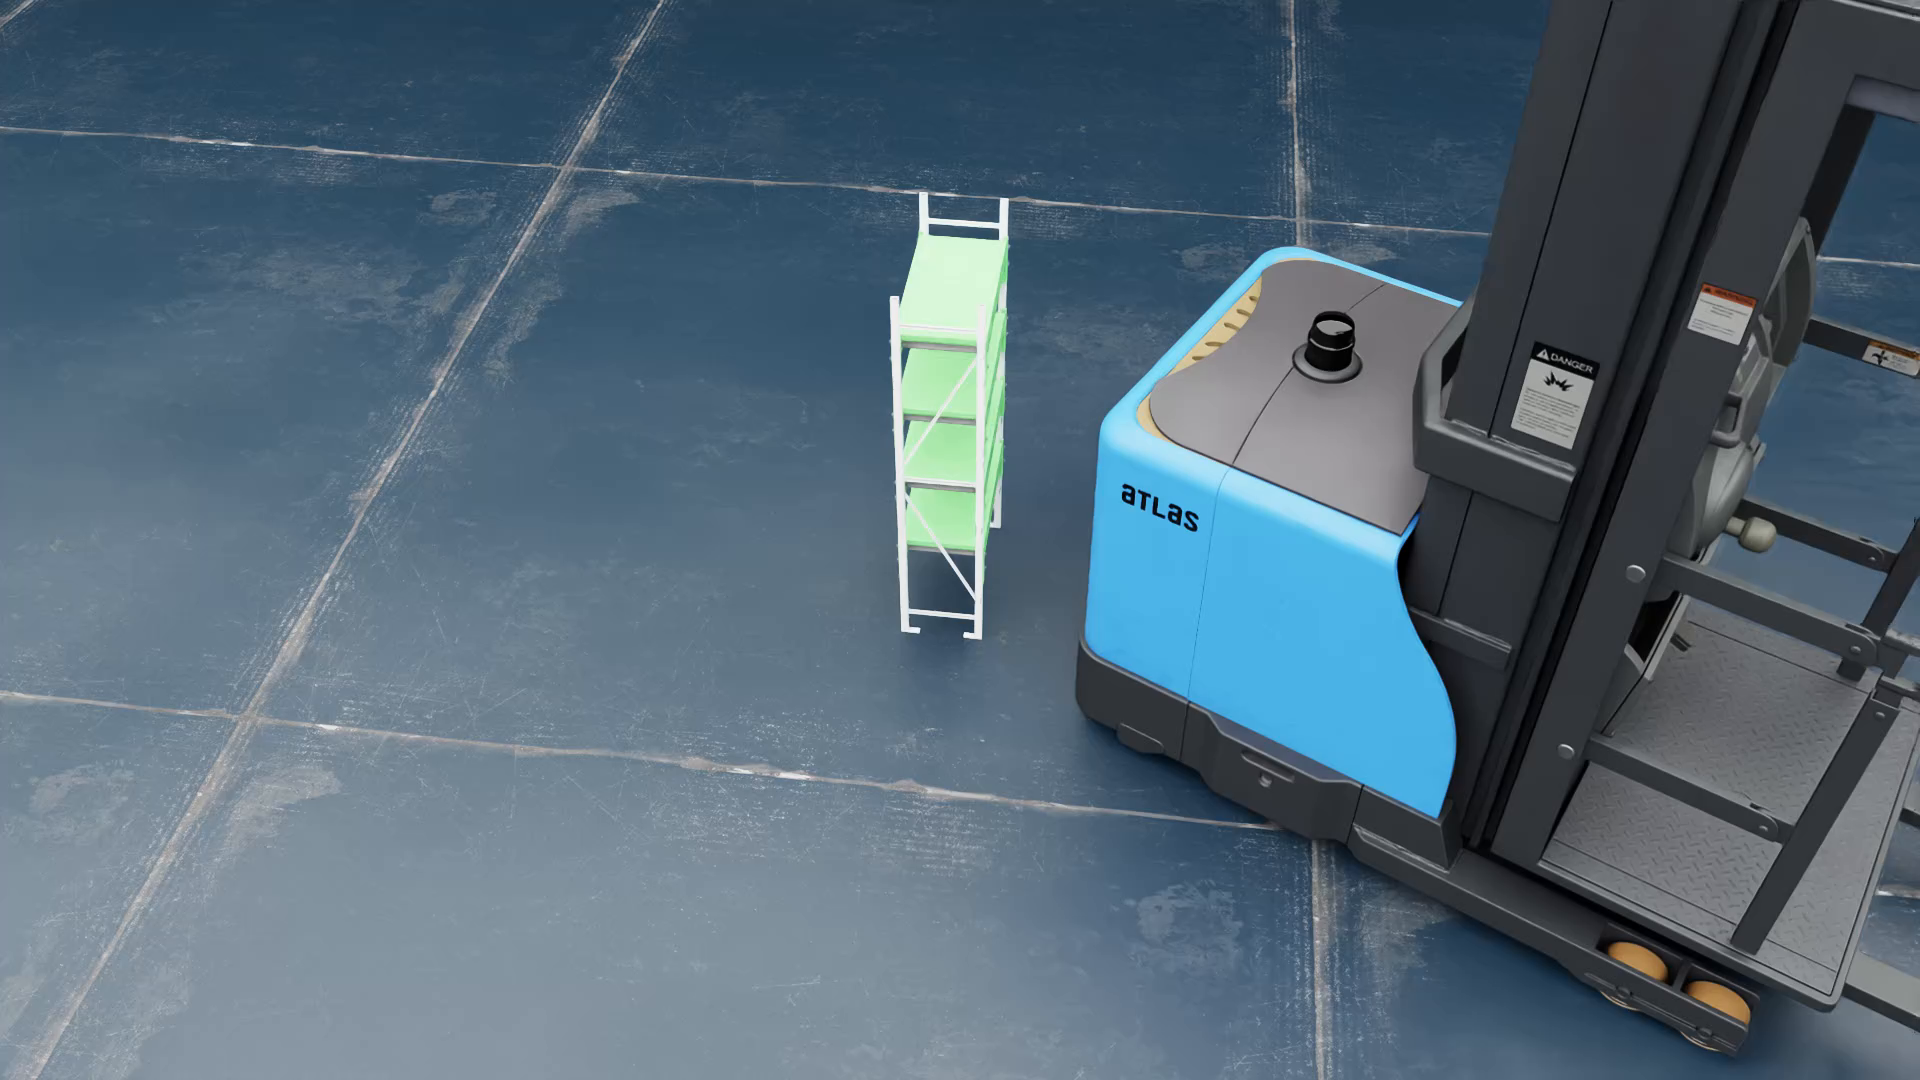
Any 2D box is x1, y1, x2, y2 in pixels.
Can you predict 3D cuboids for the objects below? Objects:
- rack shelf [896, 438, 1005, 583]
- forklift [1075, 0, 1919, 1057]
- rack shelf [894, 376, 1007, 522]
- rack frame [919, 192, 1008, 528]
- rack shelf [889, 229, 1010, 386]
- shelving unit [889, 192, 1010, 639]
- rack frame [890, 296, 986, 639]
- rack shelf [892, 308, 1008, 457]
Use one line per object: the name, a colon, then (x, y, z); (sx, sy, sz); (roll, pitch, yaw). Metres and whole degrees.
rack shelf: (-0.022, -0.102, 4.927); (0.258, 0.148, 0.480); (5, 44, 6)
forklift: (1.831, -0.271, 3.404); (3.031, 2.935, 1.130); (25, 49, 24)
rack shelf: (-0.022, -0.276, 4.762); (0.258, 0.148, 0.480); (5, 44, 6)
rack frame: (0.010, -0.489, 4.894); (0.240, 1.200, 0.015); (5, 44, 6)
rack shelf: (-0.022, -0.625, 4.432); (0.258, 0.148, 0.480); (5, 44, 6)
shelving unit: (-0.022, -0.323, 4.718); (0.258, 1.200, 0.503); (5, 44, 6)
rack frame: (-0.054, -0.157, 4.543); (0.240, 1.200, 0.015); (5, 44, 6)
rack shelf: (-0.022, -0.451, 4.597); (0.258, 0.148, 0.480); (5, 44, 6)
